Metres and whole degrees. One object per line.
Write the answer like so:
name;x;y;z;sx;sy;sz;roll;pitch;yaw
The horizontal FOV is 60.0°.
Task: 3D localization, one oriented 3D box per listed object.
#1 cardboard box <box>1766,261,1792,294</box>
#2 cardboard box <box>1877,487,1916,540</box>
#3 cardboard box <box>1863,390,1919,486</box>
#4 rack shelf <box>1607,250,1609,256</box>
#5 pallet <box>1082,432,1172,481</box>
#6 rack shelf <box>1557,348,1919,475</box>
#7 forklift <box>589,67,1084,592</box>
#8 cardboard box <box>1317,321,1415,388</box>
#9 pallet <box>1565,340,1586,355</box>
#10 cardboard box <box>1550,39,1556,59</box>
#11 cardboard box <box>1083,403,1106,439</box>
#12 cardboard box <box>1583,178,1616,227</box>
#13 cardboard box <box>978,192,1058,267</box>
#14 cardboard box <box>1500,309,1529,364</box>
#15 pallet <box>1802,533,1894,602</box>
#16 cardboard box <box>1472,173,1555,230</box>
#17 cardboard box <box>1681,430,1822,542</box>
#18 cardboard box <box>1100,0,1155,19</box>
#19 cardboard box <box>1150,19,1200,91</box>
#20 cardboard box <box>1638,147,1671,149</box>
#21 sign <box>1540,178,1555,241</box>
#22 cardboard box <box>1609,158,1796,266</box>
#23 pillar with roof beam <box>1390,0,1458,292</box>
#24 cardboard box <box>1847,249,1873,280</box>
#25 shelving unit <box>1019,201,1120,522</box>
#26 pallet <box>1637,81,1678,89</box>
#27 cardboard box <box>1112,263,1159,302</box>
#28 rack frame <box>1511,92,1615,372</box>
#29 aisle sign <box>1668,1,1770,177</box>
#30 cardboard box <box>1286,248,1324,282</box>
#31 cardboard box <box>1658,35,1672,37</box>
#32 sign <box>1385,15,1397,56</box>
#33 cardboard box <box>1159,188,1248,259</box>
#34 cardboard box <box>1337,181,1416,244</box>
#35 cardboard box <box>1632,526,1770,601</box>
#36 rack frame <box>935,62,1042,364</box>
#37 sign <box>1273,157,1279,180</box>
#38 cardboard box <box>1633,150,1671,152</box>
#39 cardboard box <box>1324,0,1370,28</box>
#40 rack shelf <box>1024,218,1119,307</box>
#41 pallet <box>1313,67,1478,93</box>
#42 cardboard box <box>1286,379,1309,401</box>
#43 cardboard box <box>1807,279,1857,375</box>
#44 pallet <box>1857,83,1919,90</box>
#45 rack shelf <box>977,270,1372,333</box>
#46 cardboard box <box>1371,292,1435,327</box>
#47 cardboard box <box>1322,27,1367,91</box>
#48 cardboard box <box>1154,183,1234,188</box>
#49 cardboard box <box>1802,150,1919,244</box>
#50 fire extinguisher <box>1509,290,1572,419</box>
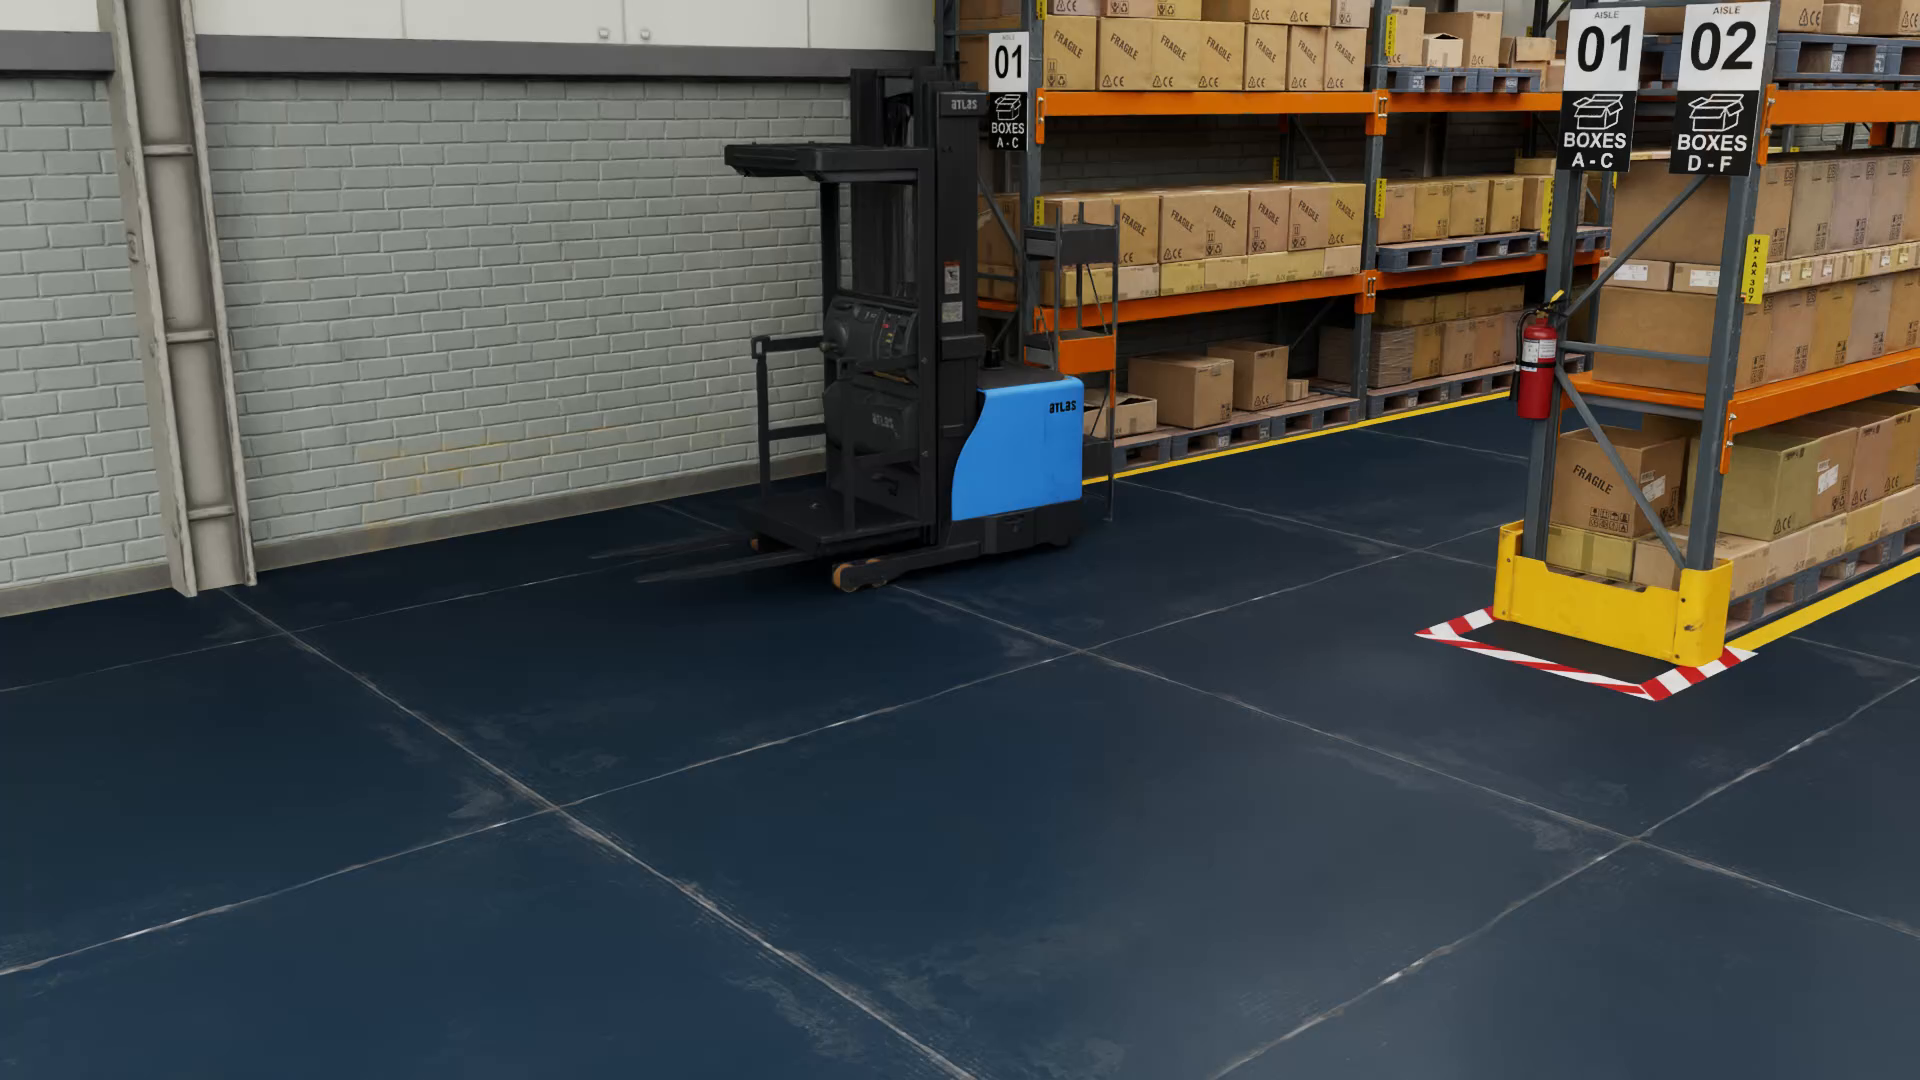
cardboard box;4.081;-1.381;8.657;0.250;0.149;0.380;-13;20;-41
cardboard box;5.506;-0.210;10.239;0.500;0.250;0.500;-13;19;-39
cardboard box;5.872;-0.660;10.471;0.500;0.500;0.500;-13;19;-39
rack shelf;7.735;-3.260;18.535;4.000;0.370;1.077;-13;19;-39
pallet;0.885;-0.710;12.998;1.213;0.211;1.003;-13;19;-39
rack shelf;4.954;-0.941;9.854;4.000;0.370;1.077;-13;19;-39
forklift;-0.707;-1.268;9.816;3.031;2.935;1.130;-10;18;-34
cardboard box;3.753;-1.724;15.382;0.500;0.500;0.700;-12;19;-38
pallet;6.870;-2.040;17.979;1.213;0.211;1.003;-13;19;-39
cardboard box;5.532;-4.699;16.483;0.500;0.500;0.500;-13;19;-39
cardboard box;0.772;-0.927;12.764;0.500;0.311;0.500;13;20;41
cardboard box;6.761;-3.503;17.242;0.500;0.500;0.500;-12;19;-38
cardboard box;0.407;-2.334;12.474;0.500;0.500;0.500;-13;20;-40
cardboard box;5.252;-2.077;16.703;0.500;0.500;0.700;-13;20;-39
pallet;4.915;0.054;10.138;1.213;0.211;1.003;-13;19;-39
cardboard box;5.474;-3.348;16.425;0.700;0.500;0.500;14;20;42
cardboard box;4.372;-0.319;9.193;0.500;0.500;0.500;-13;19;-39
cardboard box;1.053;-3.997;11.918;0.500;0.500;0.500;-13;20;-40
cardboard box;1.425;-3.601;12.375;0.500;0.500;0.500;-12;19;-37
cardboard box;7.960;-4.307;18.800;0.500;0.250;0.500;-14;20;-41
sign;3.100;-1.731;8.717;0.005;0.325;0.100;-13;19;-39
cardboard box;3.846;-1.710;8.633;0.500;0.500;0.700;-13;19;-39
pillar with roof beam;7.504;-5.277;13.068;0.400;9.000;9.100;-13;19;-39
cardboard box;4.853;-1.554;9.306;0.250;0.149;0.380;-13;20;-40
shelving unit;0.708;-1.142;10.958;0.503;2.100;0.431;-10;18;-34
pallet;6.677;-4.746;17.259;1.003;0.211;1.213;-12;19;-37
cardboard box;1.150;-1.962;12.535;0.500;0.250;0.500;-13;20;-41
rack frame;6.226;-3.269;17.174;0.127;3.000;1.000;-13;19;-39
aisle sign;3.597;-2.135;7.892;0.004;0.787;0.394;-13;19;-39
cardboard box;2.669;-2.306;13.823;0.500;0.250;0.500;-13;19;-39
cardboard box;4.141;-2.843;8.975;0.500;0.250;0.500;-13;19;-39
sign;3.571;-4.186;13.793;0.005;0.325;0.100;-13;19;-39
cardboard box;1.903;-2.493;13.070;0.500;0.500;0.500;-12;19;-38
cardboard box;3.615;-2.931;14.866;0.500;0.500;0.700;-13;19;-39
cardboard box;3.996;0.128;8.971;0.500;0.250;0.500;-13;19;-39
rack frame;0.191;-1.913;12.101;0.127;3.000;1.000;-13;19;-39
sign;2.842;-3.258;14.890;0.005;0.325;0.100;-13;19;-39
cardboard box;7.517;-4.036;17.785;0.500;0.250;0.500;-12;19;-39
cardboard box;3.009;-4.444;13.590;0.500;0.500;0.500;14;20;42
rack shelf;0.708;-1.806;10.781;0.480;0.518;0.431;-10;18;-34
pallet;3.744;-4.033;14.588;1.003;0.211;1.213;-13;19;-39
cardboard box;2.825;-1.338;14.585;0.380;0.166;0.250;13;20;40
cardboard box;4.578;-1.247;9.414;0.500;0.500;0.700;-12;19;-39
pallet;11.708;-5.902;21.394;1.213;0.211;1.003;-13;19;-39
rack shelf;1.700;-1.905;13.462;4.000;0.370;1.077;-13;19;-39
cardboard box;4.083;-2.161;15.567;0.500;0.250;0.500;-13;20;-41
cardboard box;2.988;-3.964;13.733;0.500;0.500;0.500;-12;19;-38
cardboard box;1.945;-2.681;13.774;0.500;0.500;0.500;-12;19;-38
cardboard box;5.374;-2.055;9.925;0.500;0.500;0.700;-13;20;-39
fire extinguisher;3.052;-0.983;8.766;0.183;0.674;0.296;-13;19;-39
